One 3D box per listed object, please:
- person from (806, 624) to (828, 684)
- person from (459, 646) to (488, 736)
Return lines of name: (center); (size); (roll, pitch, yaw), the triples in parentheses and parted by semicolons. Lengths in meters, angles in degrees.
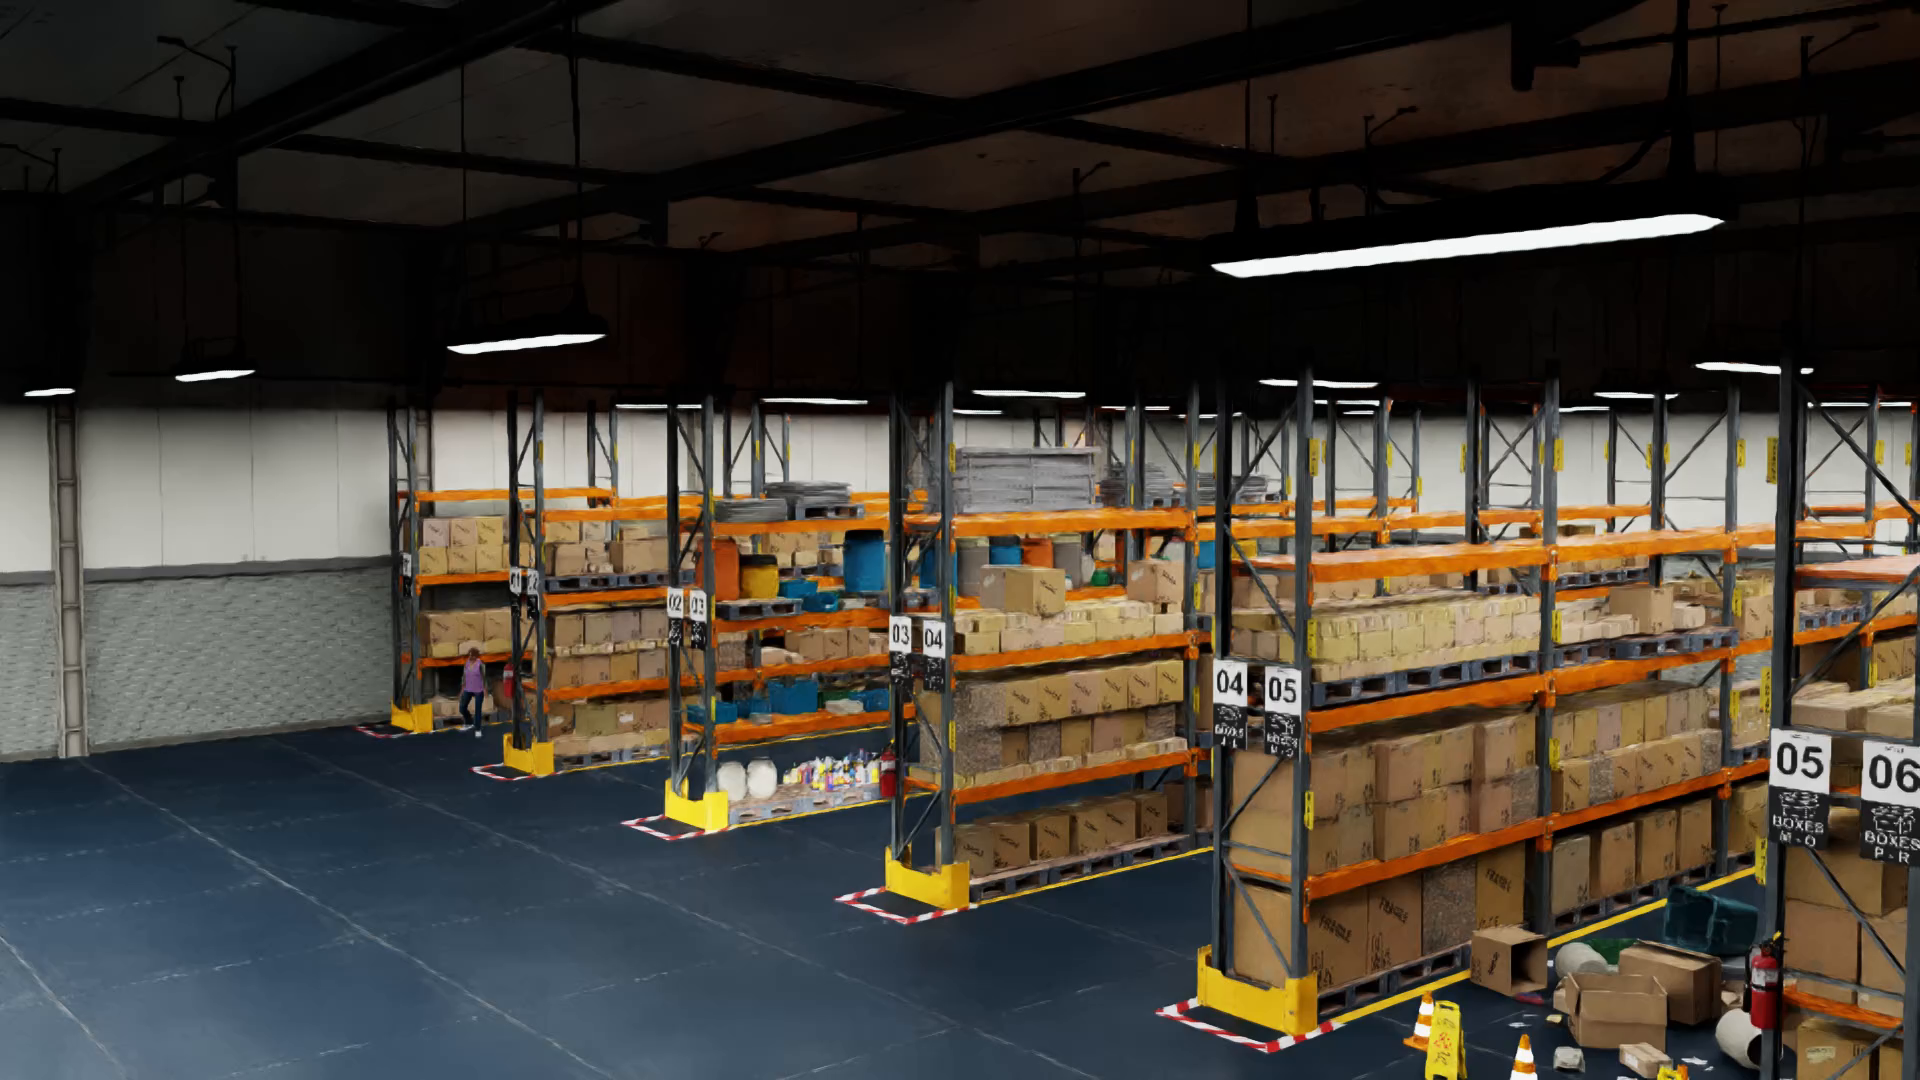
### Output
person: (-2.961, 2.334, 33.674); (0.538, 1.715, 1.029); (3, 4, 41)
person: (-8.605, 2.655, 29.315); (0.572, 1.586, 0.462); (0, 3, 8)
